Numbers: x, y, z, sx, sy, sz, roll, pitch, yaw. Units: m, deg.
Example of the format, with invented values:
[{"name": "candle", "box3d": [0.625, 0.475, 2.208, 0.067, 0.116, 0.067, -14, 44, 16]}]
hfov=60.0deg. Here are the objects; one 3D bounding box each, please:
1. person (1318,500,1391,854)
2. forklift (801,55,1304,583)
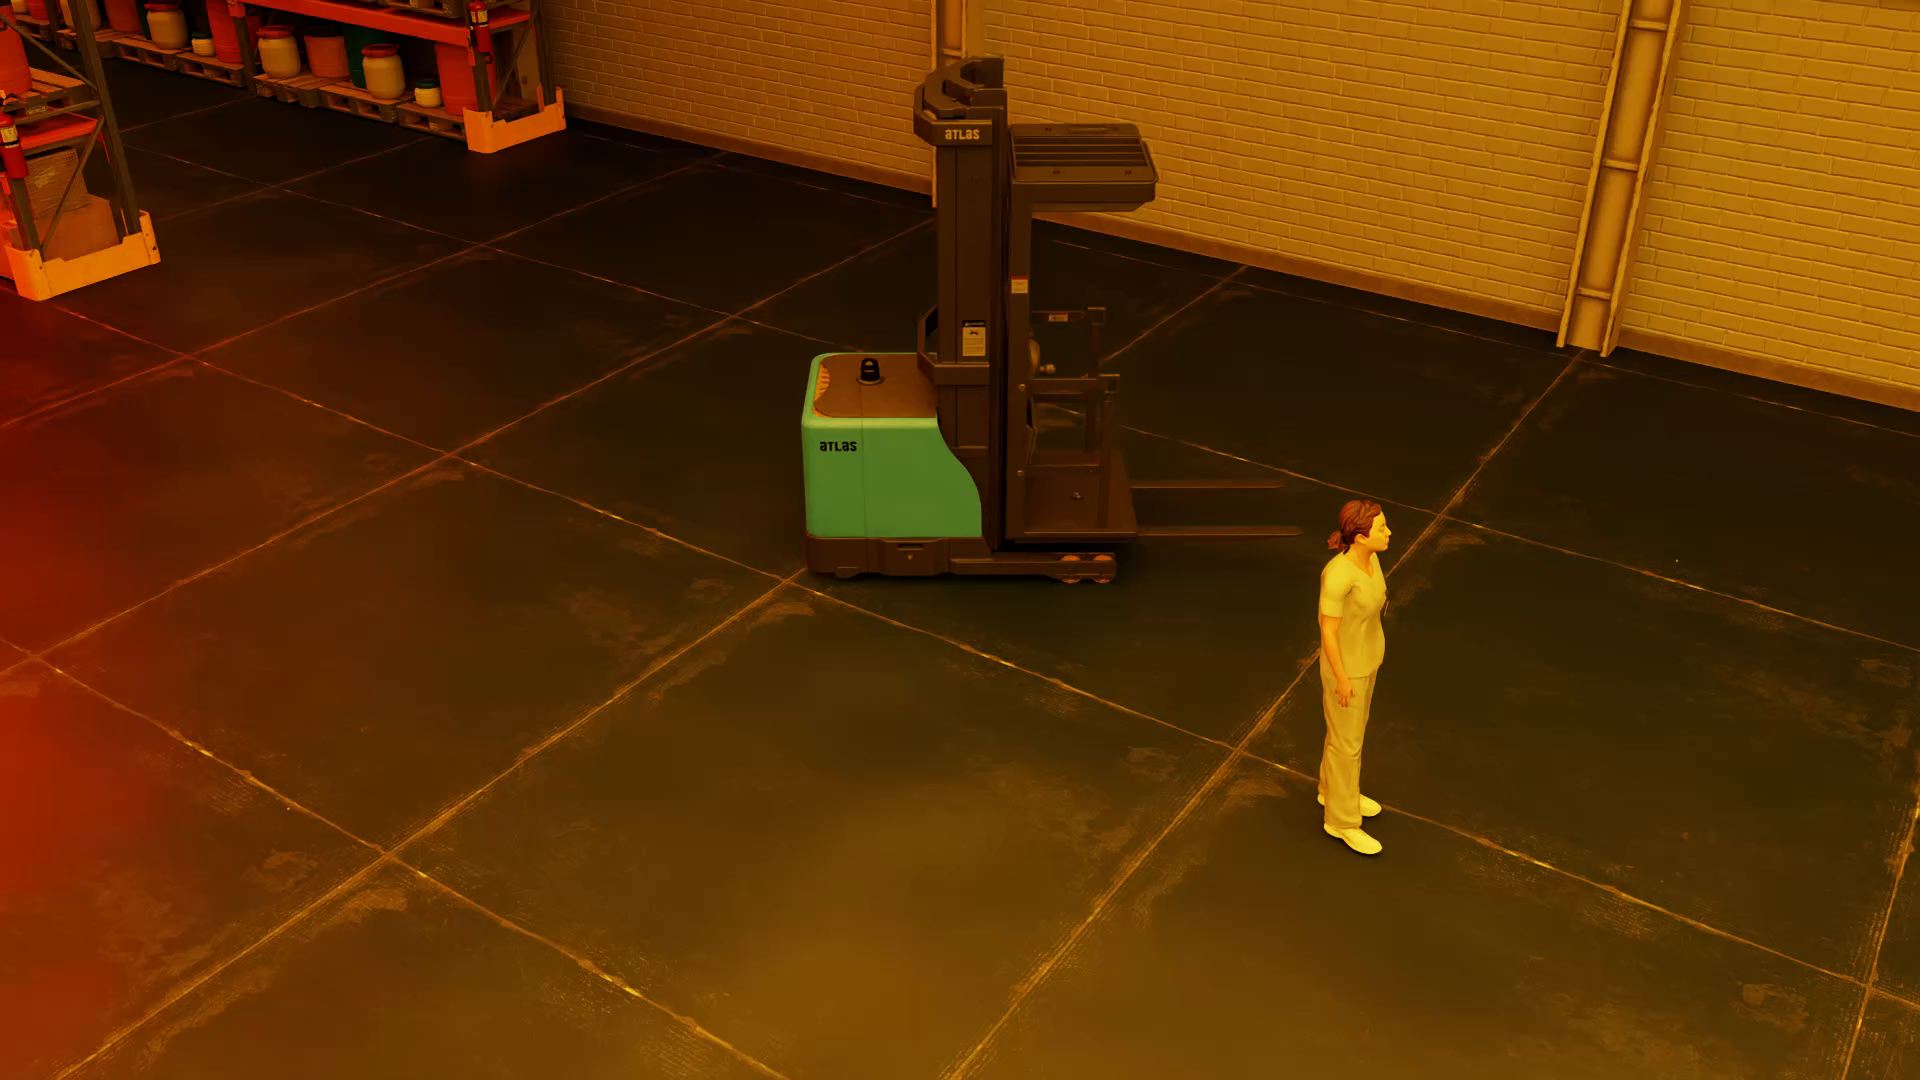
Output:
[{"name": "person", "box3d": [1.895, 0.603, 7.779, 0.549, 1.674, 0.549, 18, 35, 28]}, {"name": "forklift", "box3d": [0.579, -1.275, 9.777, 3.031, 2.935, 1.130, 0, 30, 0]}]
